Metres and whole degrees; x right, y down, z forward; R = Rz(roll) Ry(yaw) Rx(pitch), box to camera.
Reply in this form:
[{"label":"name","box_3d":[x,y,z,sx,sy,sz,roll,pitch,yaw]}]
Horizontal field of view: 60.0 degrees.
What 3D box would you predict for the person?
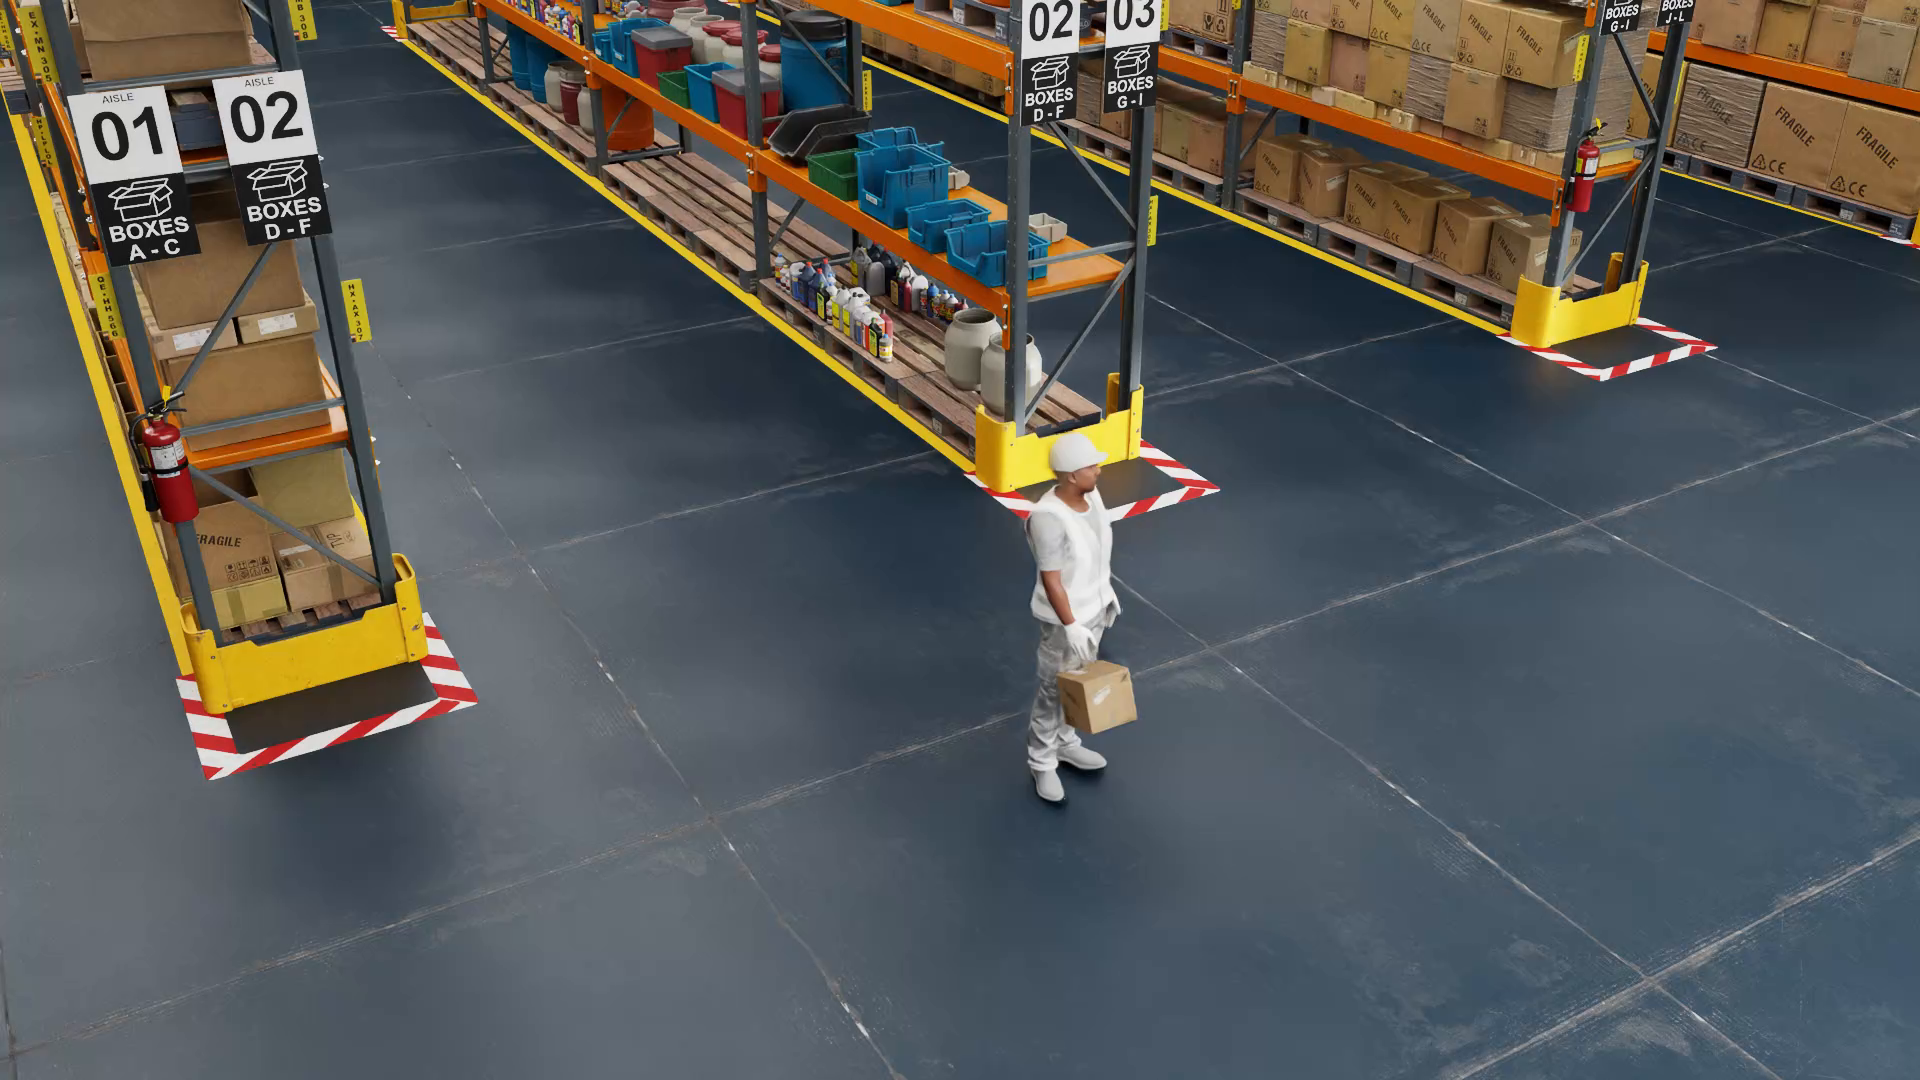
[{"label":"person","box_3d":[0.541,0.349,7.877,0.432,1.788,0.613,16,33,27]}]
